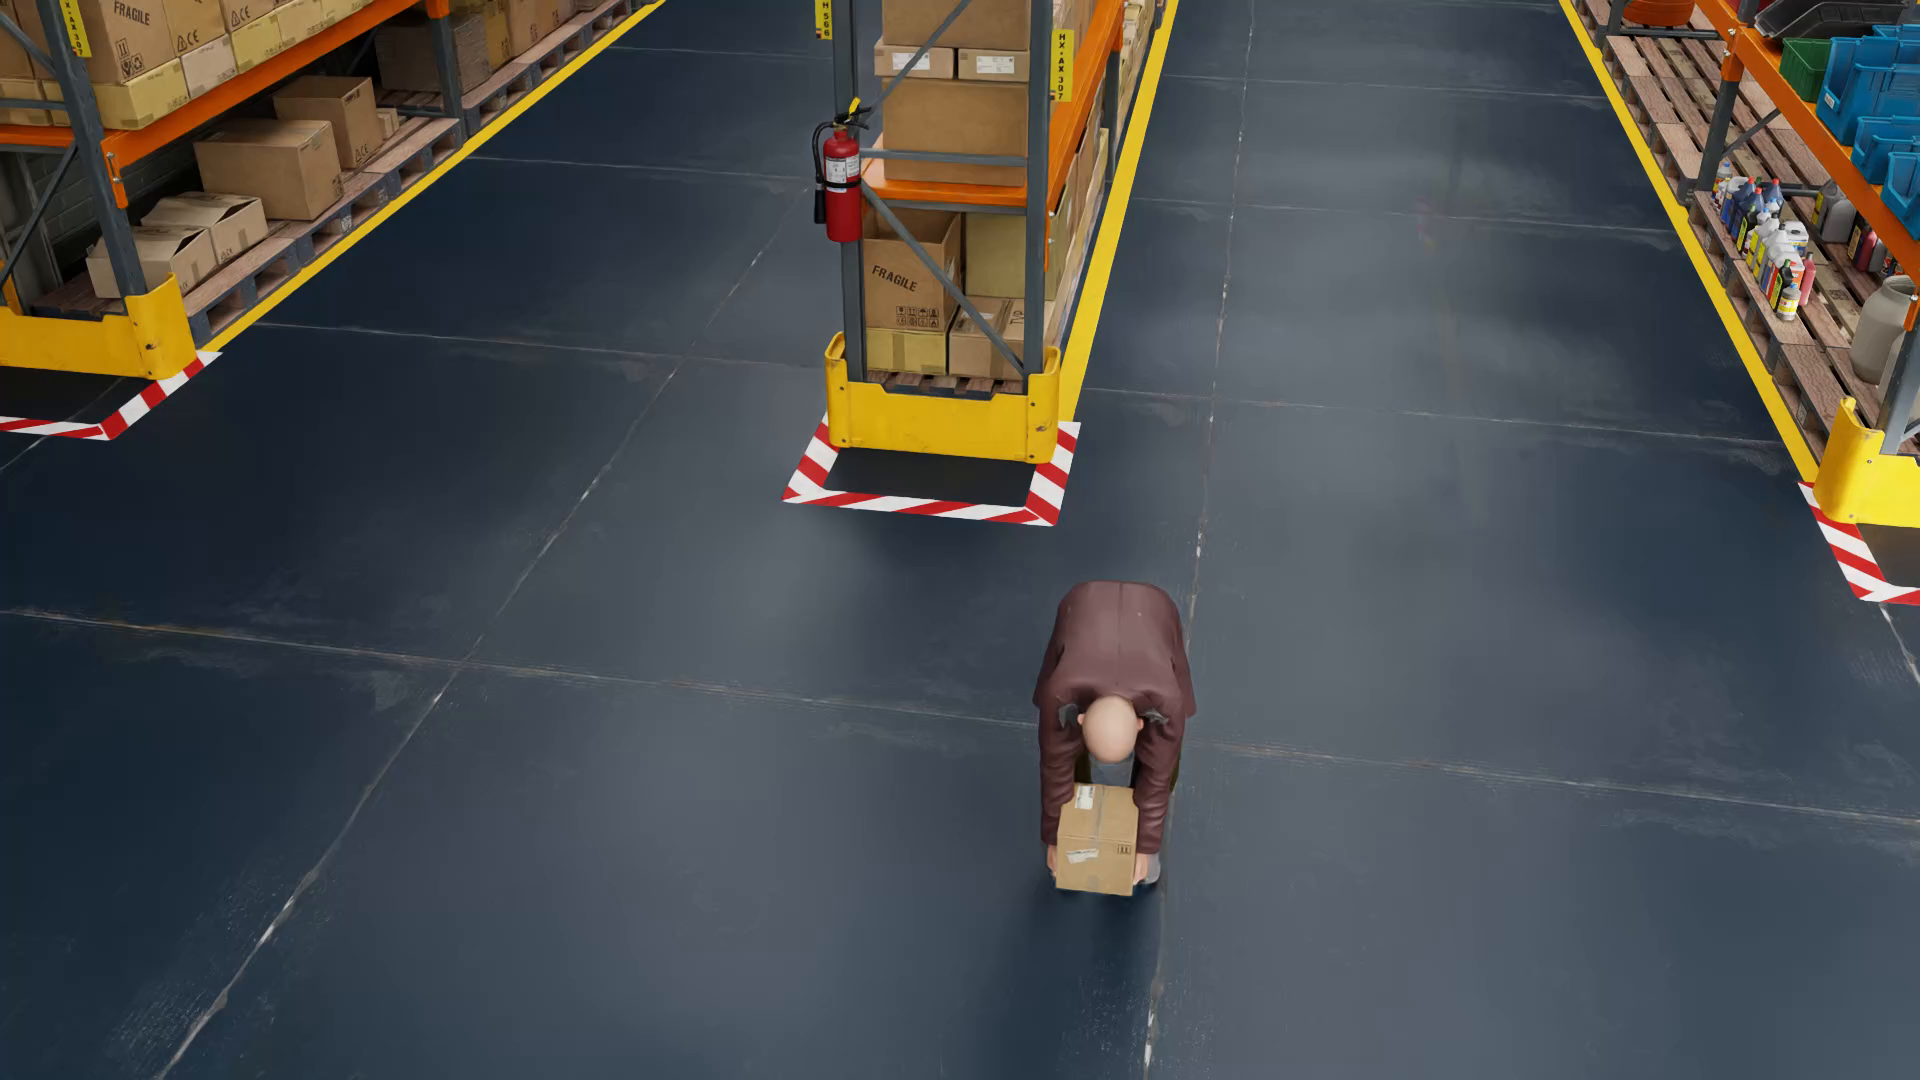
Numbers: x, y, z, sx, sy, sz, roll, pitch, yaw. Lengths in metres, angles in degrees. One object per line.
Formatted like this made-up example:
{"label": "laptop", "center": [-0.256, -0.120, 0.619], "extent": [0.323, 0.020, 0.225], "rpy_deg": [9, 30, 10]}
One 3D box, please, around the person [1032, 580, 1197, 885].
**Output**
{"label": "person", "center": [0.499, 0.749, 5.554], "extent": [0.564, 1.140, 0.948], "rpy_deg": [4, 32, 6]}
